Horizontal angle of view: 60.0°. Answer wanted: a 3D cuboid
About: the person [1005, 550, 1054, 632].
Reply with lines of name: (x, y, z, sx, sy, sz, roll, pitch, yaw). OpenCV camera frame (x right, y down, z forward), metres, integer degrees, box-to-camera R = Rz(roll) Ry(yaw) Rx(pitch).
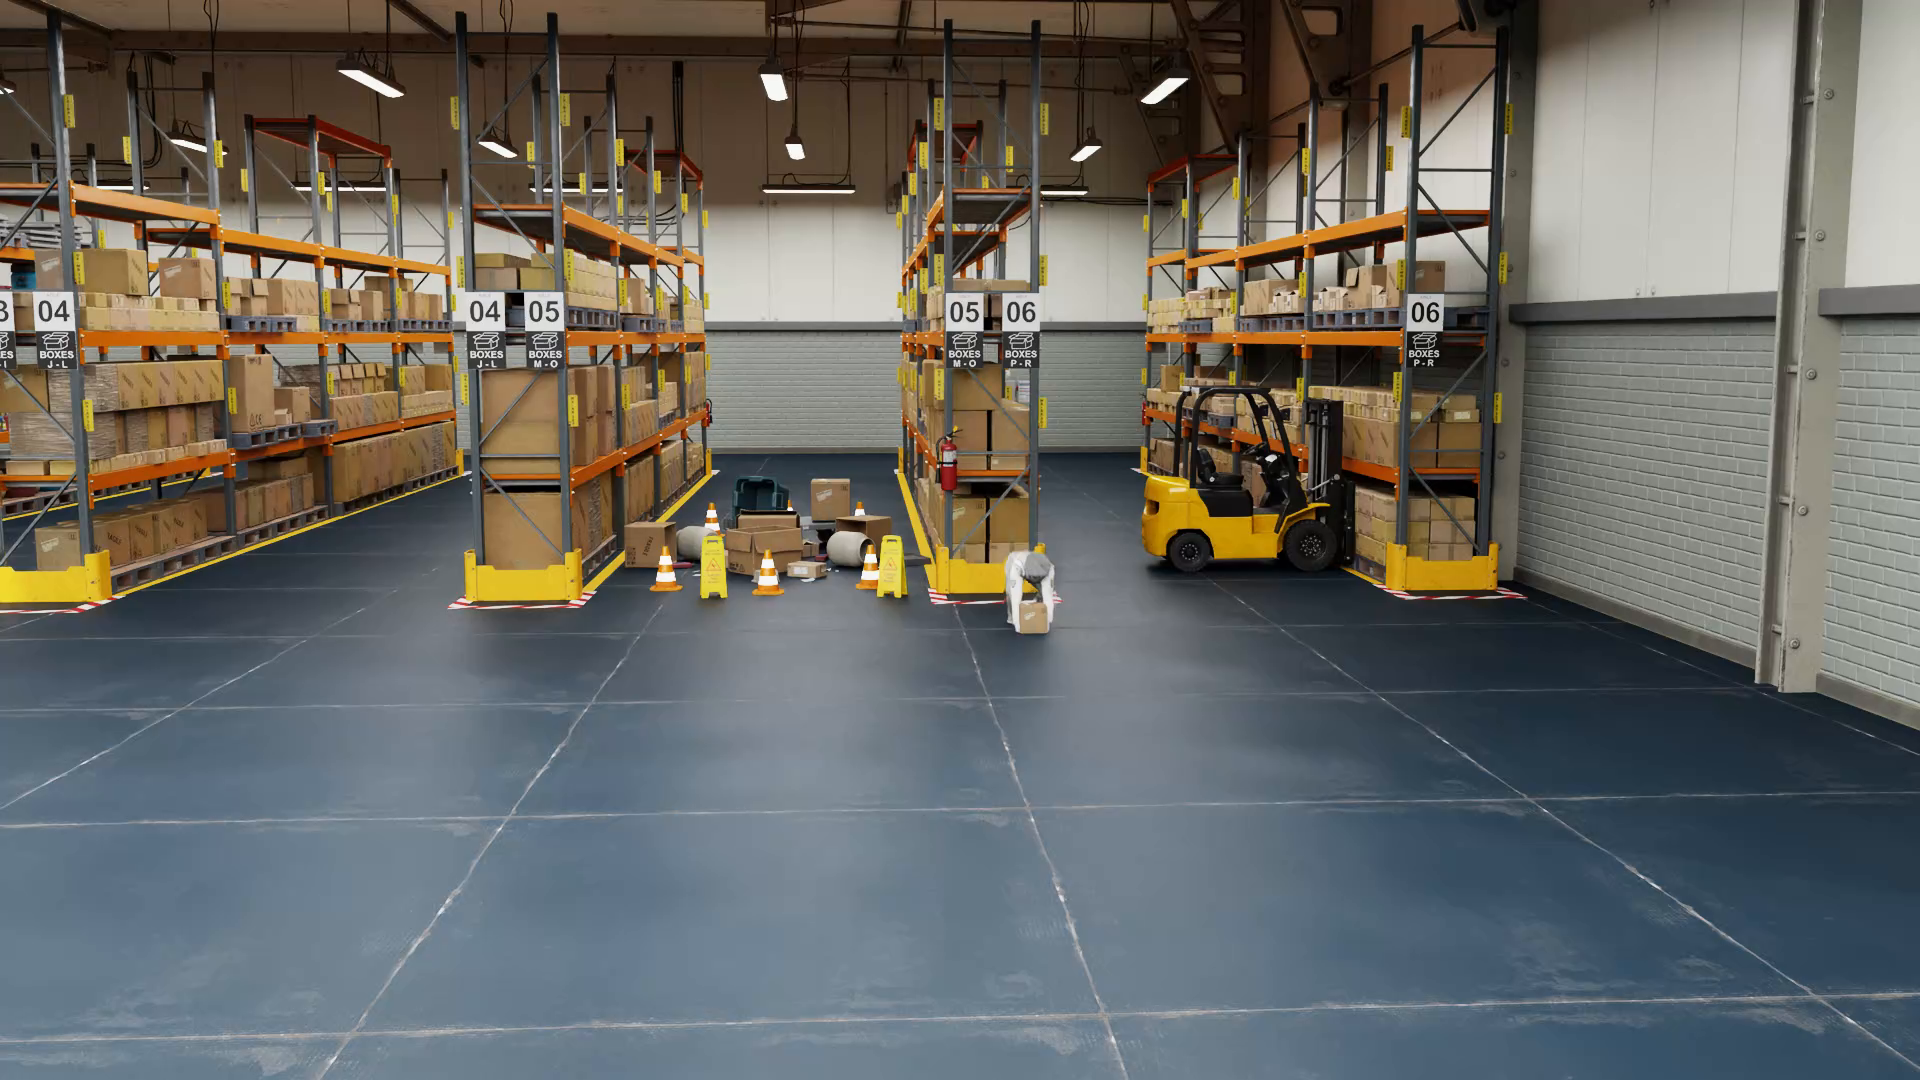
person: (0.661, 0.456, 15.858, 0.455, 0.763, 0.914, -1, 7, -5)
